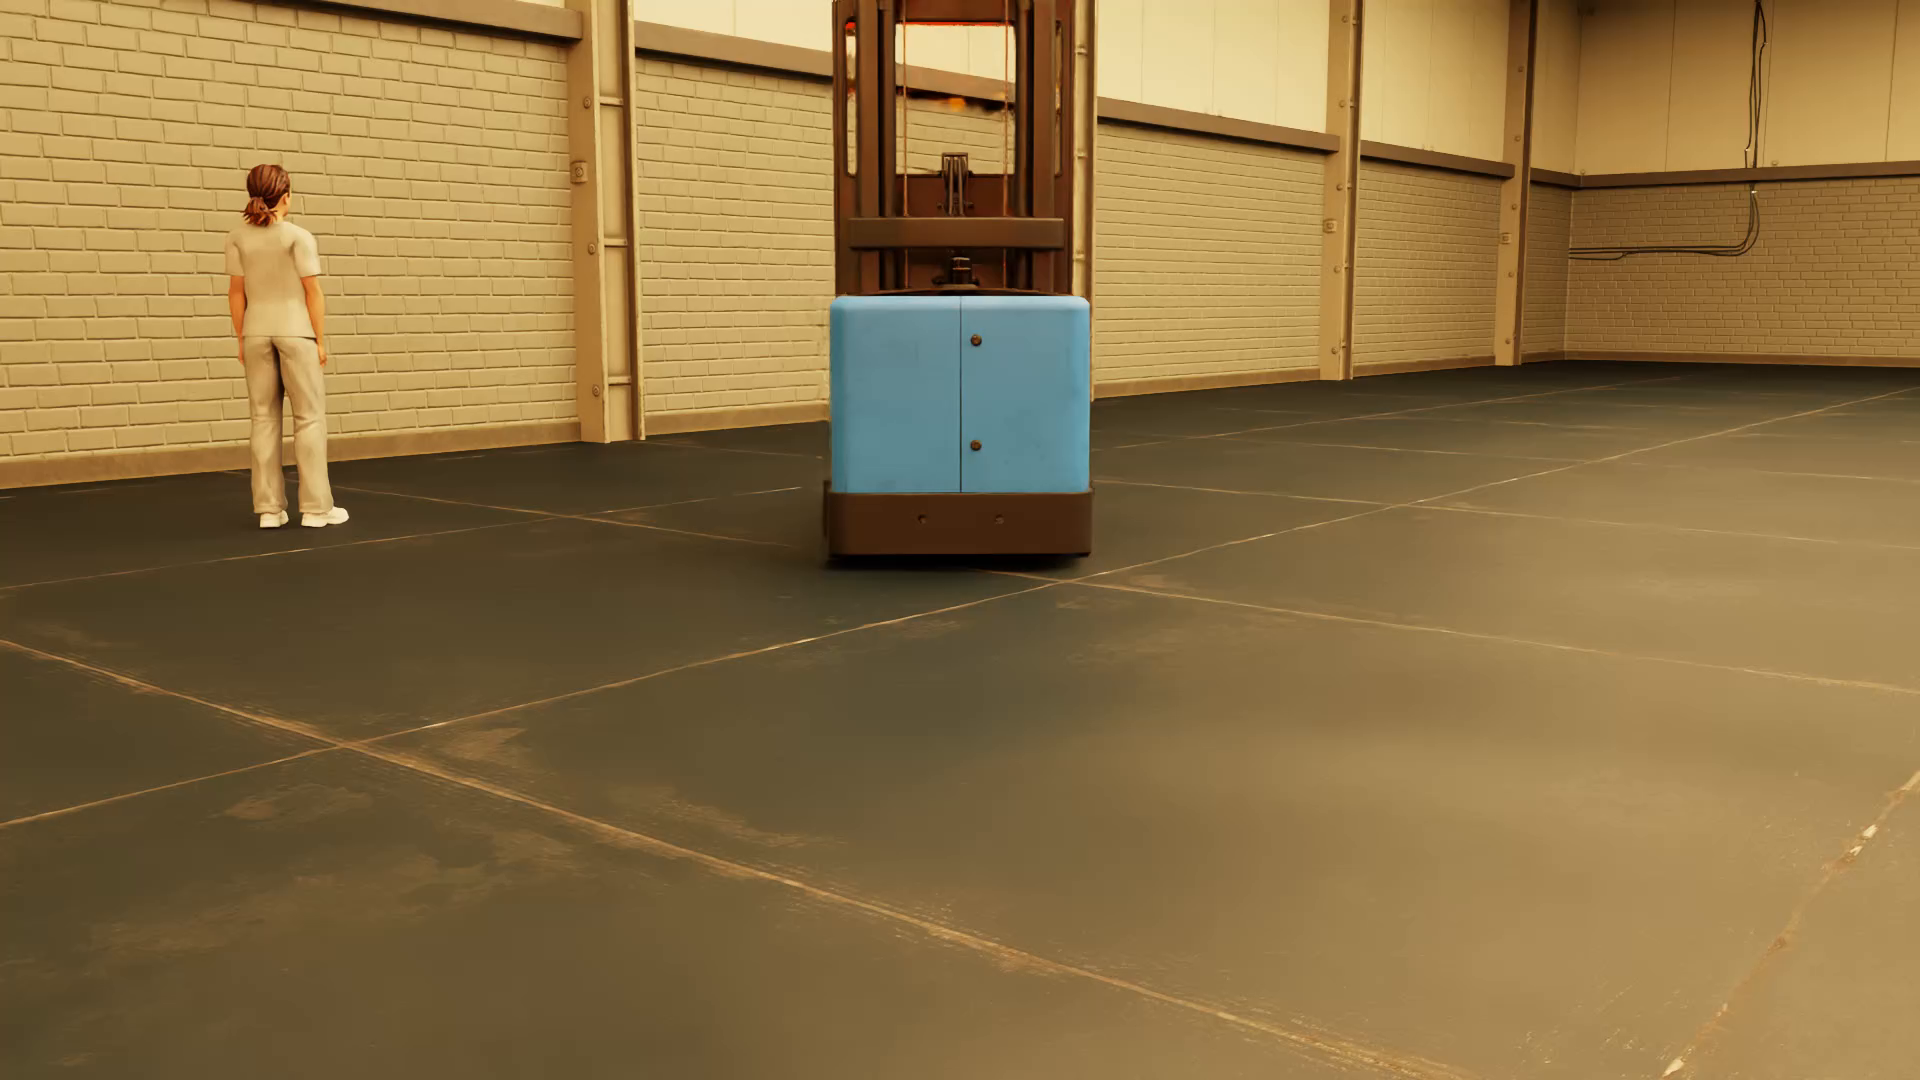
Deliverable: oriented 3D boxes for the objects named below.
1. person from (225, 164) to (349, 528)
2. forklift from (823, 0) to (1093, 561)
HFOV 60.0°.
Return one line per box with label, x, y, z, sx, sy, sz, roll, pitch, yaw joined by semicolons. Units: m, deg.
person;-3.161;-0.895;7.752;0.432;1.672;0.373;0;8;-1
forklift;-0.036;-1.542;7.820;1.130;2.935;3.031;0;8;-1
